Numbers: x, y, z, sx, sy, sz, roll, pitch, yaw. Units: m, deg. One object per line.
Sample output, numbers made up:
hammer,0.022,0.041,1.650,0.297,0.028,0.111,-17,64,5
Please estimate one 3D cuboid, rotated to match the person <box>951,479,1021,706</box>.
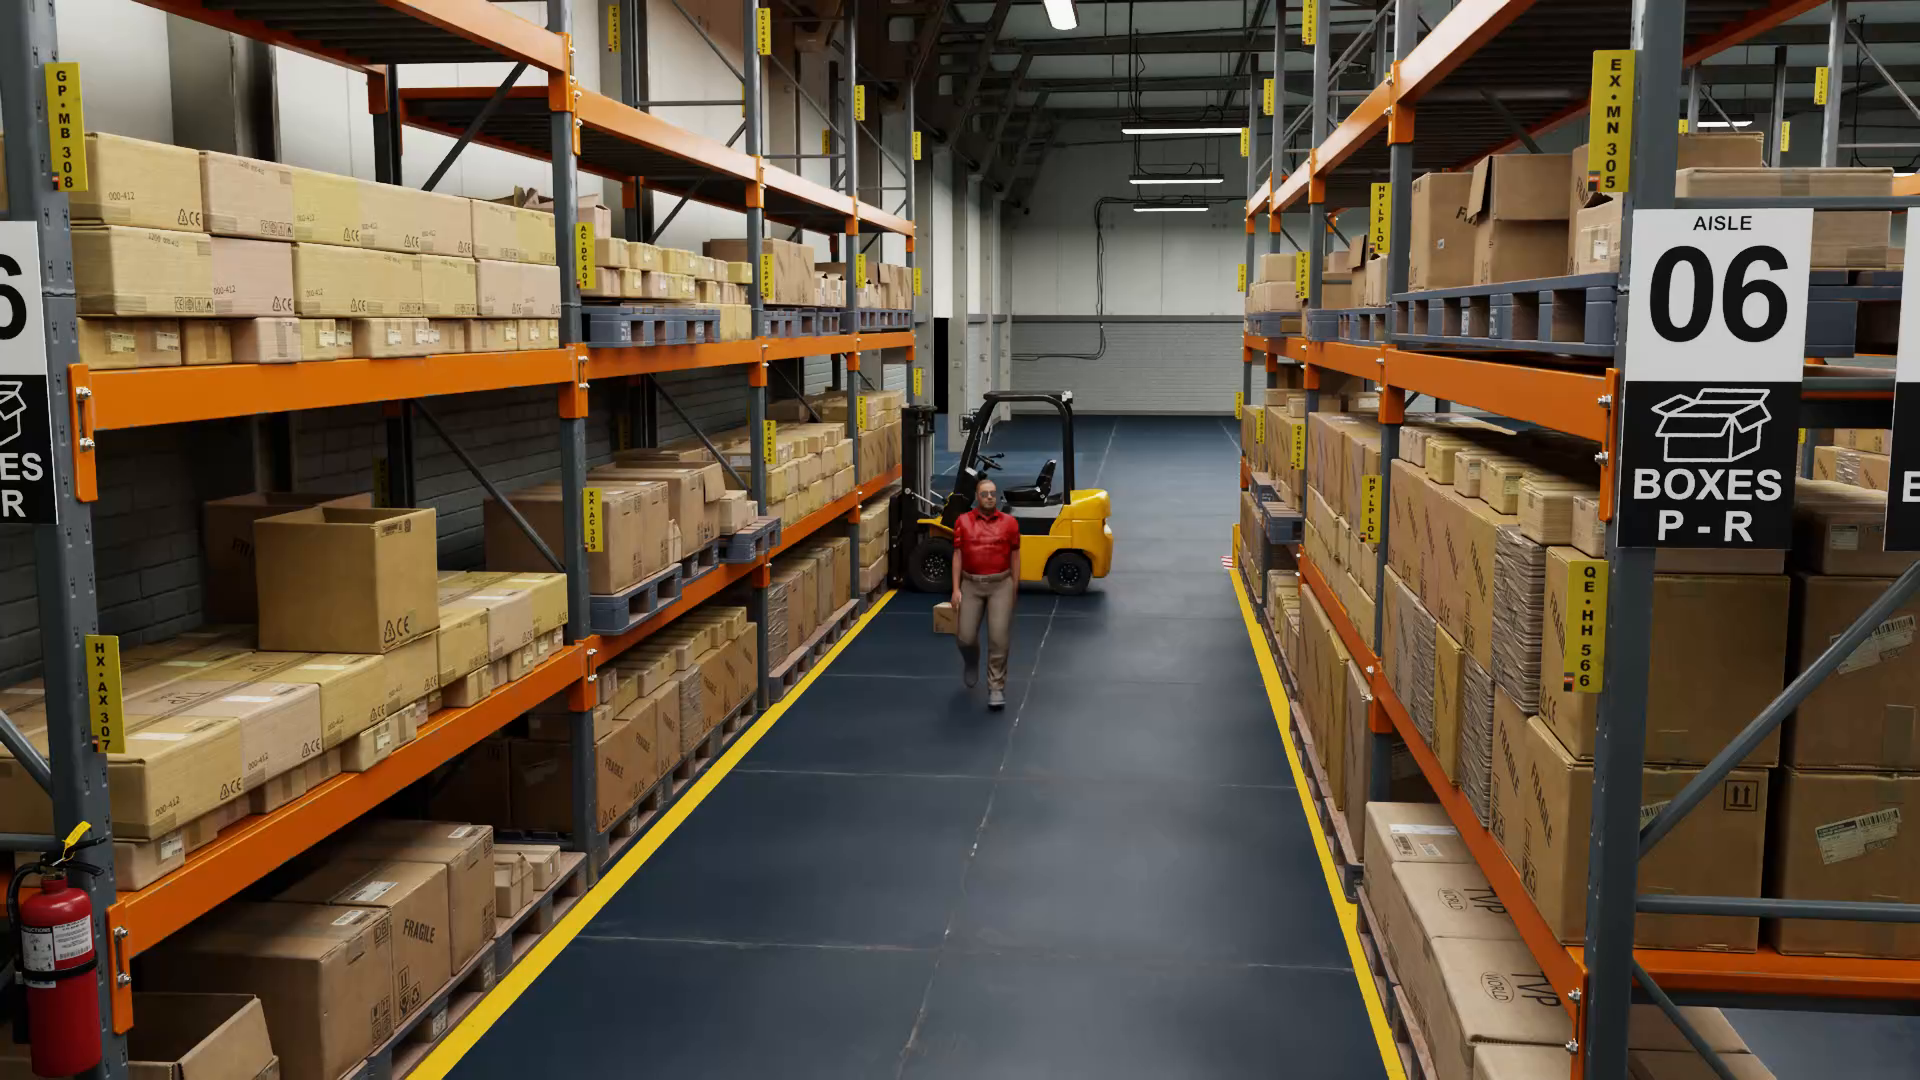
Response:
person,0.200,0.384,12.823,0.539,1.705,0.663,0,8,2
